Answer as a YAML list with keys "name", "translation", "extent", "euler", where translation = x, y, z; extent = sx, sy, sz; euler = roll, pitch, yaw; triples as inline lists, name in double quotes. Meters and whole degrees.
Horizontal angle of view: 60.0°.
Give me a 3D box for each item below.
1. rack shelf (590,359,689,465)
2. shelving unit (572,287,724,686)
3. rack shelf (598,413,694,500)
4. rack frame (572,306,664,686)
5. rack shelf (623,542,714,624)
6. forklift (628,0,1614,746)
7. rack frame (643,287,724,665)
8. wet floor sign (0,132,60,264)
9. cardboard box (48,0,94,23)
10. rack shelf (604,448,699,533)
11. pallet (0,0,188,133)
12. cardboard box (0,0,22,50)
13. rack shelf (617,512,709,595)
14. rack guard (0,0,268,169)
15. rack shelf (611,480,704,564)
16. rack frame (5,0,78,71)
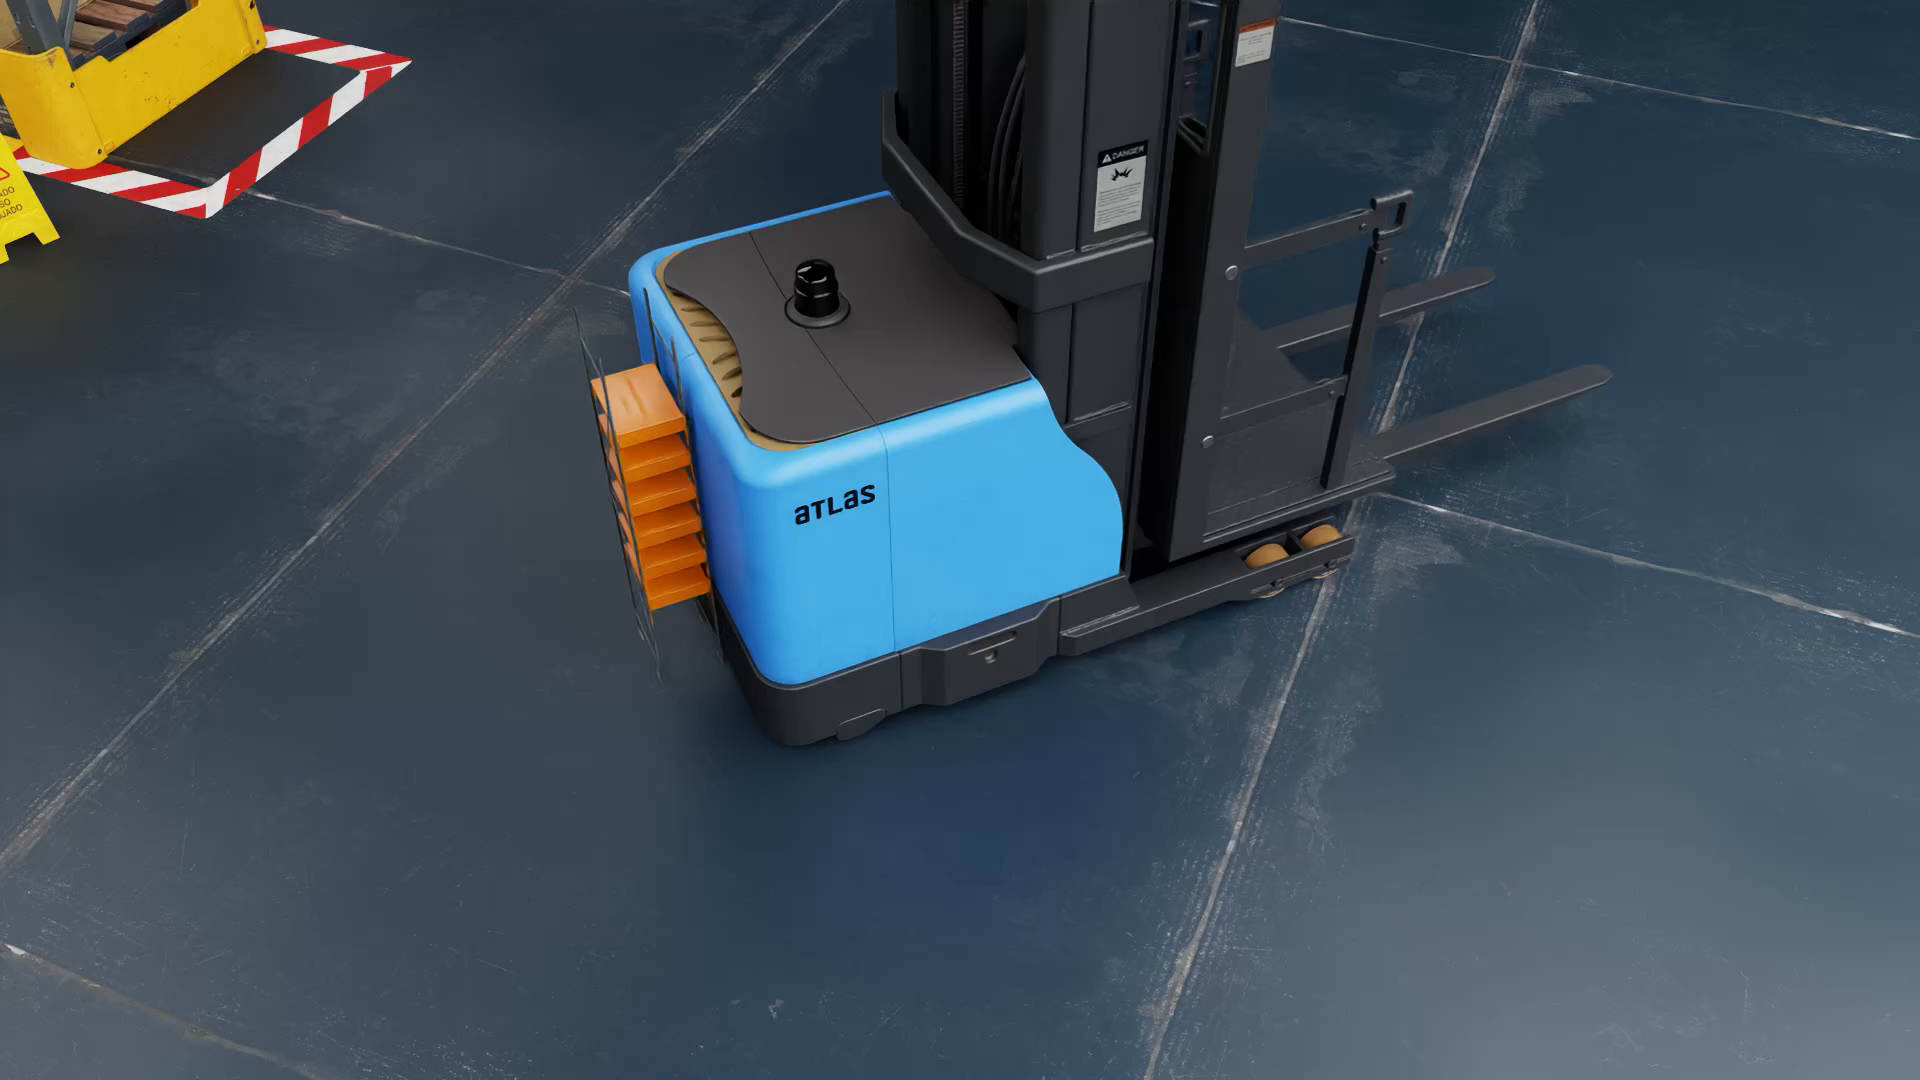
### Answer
- name: "rack shelf"
  translation: [-0.829, -0.331, 4.285]
  extent: [0.180, 0.103, 0.258]
  euler: [-18, 48, -17]
- name: "shelving unit"
  translation: [-0.829, -0.107, 4.507]
  extent: [0.189, 1.200, 0.258]
  euler: [-18, 48, -17]
- name: "rack shelf"
  translation: [-0.829, -0.246, 4.369]
  extent: [0.180, 0.103, 0.258]
  euler: [-18, 48, -17]
- name: "rack frame"
  translation: [-0.912, -0.080, 4.480]
  extent: [0.006, 1.200, 0.240]
  euler: [-18, 48, -17]
- name: "rack shelf"
  translation: [-0.829, 0.094, 4.708]
  extent: [0.180, 0.103, 0.258]
  euler: [-18, 48, -17]
- name: "forklift"
  translation: [0.644, -1.184, 4.362]
  extent: [3.031, 2.935, 1.130]
  euler: [-18, 48, -17]
- name: "rack frame"
  translation: [-0.746, -0.135, 4.535]
  extent: [0.006, 1.200, 0.240]
  euler: [-18, 48, -17]
- name: "wet floor sign"
  translation: [-3.651, -1.381, 6.180]
  extent: [0.232, 0.644, 0.267]
  euler: [33, 54, 29]
- name: "cardboard box"
  translation: [-4.052, -2.537, 7.325]
  extent: [0.500, 0.250, 0.500]
  euler: [16, 47, 16]
- name: "rack shelf"
  translation: [-0.829, -0.161, 4.454]
  extent: [0.180, 0.103, 0.258]
  euler: [-18, 48, -17]
- name: "pallet"
  translation: [-4.221, -2.239, 7.351]
  extent: [1.213, 0.211, 1.003]
  euler: [16, 47, 16]
- name: "cardboard box"
  translation: [-4.286, -2.189, 6.975]
  extent: [0.500, 0.250, 0.500]
  euler: [16, 47, 16]
- name: "rack shelf"
  translation: [-0.829, 0.009, 4.623]
  extent: [0.180, 0.103, 0.258]
  euler: [-18, 48, -17]
- name: "rack guard"
  translation: [-3.484, -2.098, 7.004]
  extent: [0.348, 0.500, 1.175]
  euler: [16, 47, 16]
- name: "rack shelf"
  translation: [-0.829, -0.076, 4.539]
  extent: [0.180, 0.103, 0.258]
  euler: [-18, 48, -17]
- name: "rack frame"
  translation: [-3.414, -2.964, 6.102]
  extent: [0.127, 3.000, 1.000]
  euler: [16, 47, 16]
